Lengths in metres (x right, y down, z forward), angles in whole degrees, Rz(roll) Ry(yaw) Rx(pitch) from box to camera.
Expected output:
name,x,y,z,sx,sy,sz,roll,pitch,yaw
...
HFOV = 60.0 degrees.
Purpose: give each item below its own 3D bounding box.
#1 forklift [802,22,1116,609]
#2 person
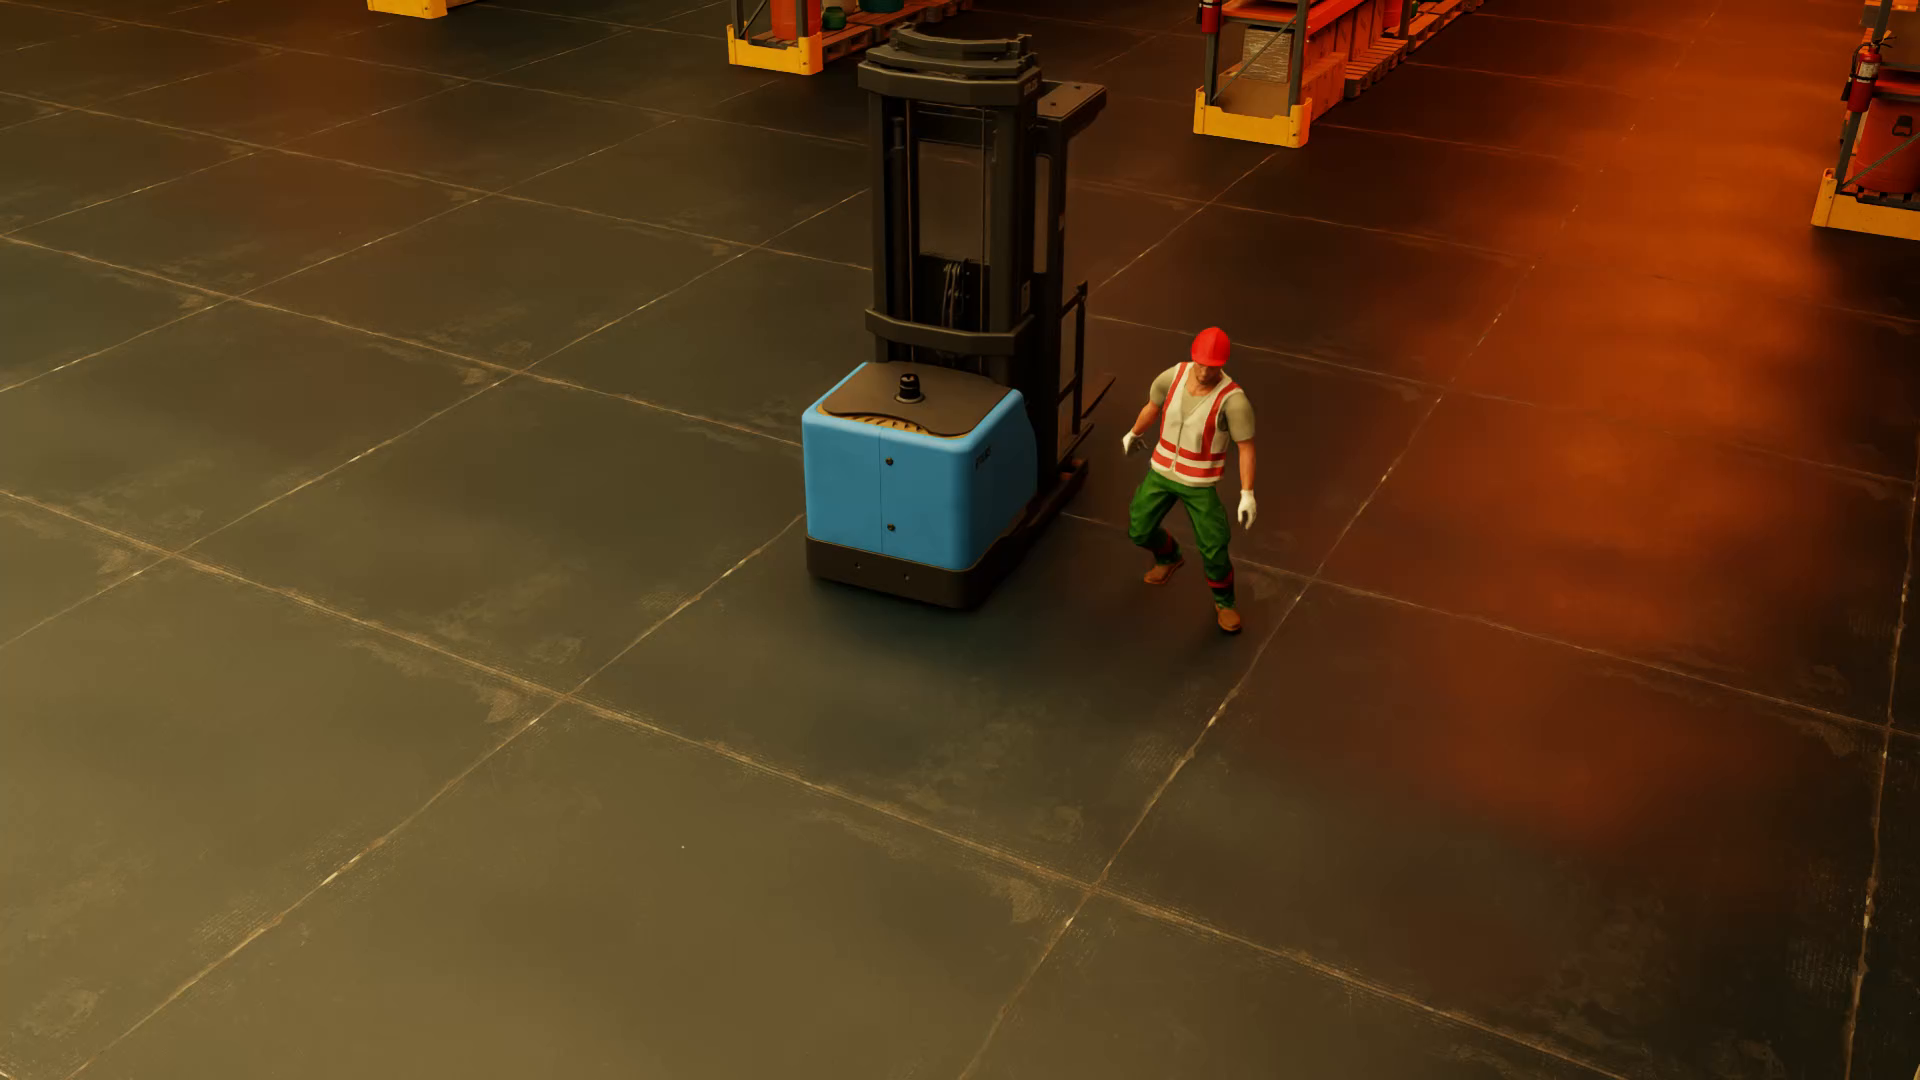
name,x,y,z,sx,sy,sz,roll,pitch,yaw
forklift,0.172,-1.609,9.858,1.130,2.935,3.031,12,32,20
person,1.233,-0.393,8.968,0.911,1.701,0.484,23,37,34
